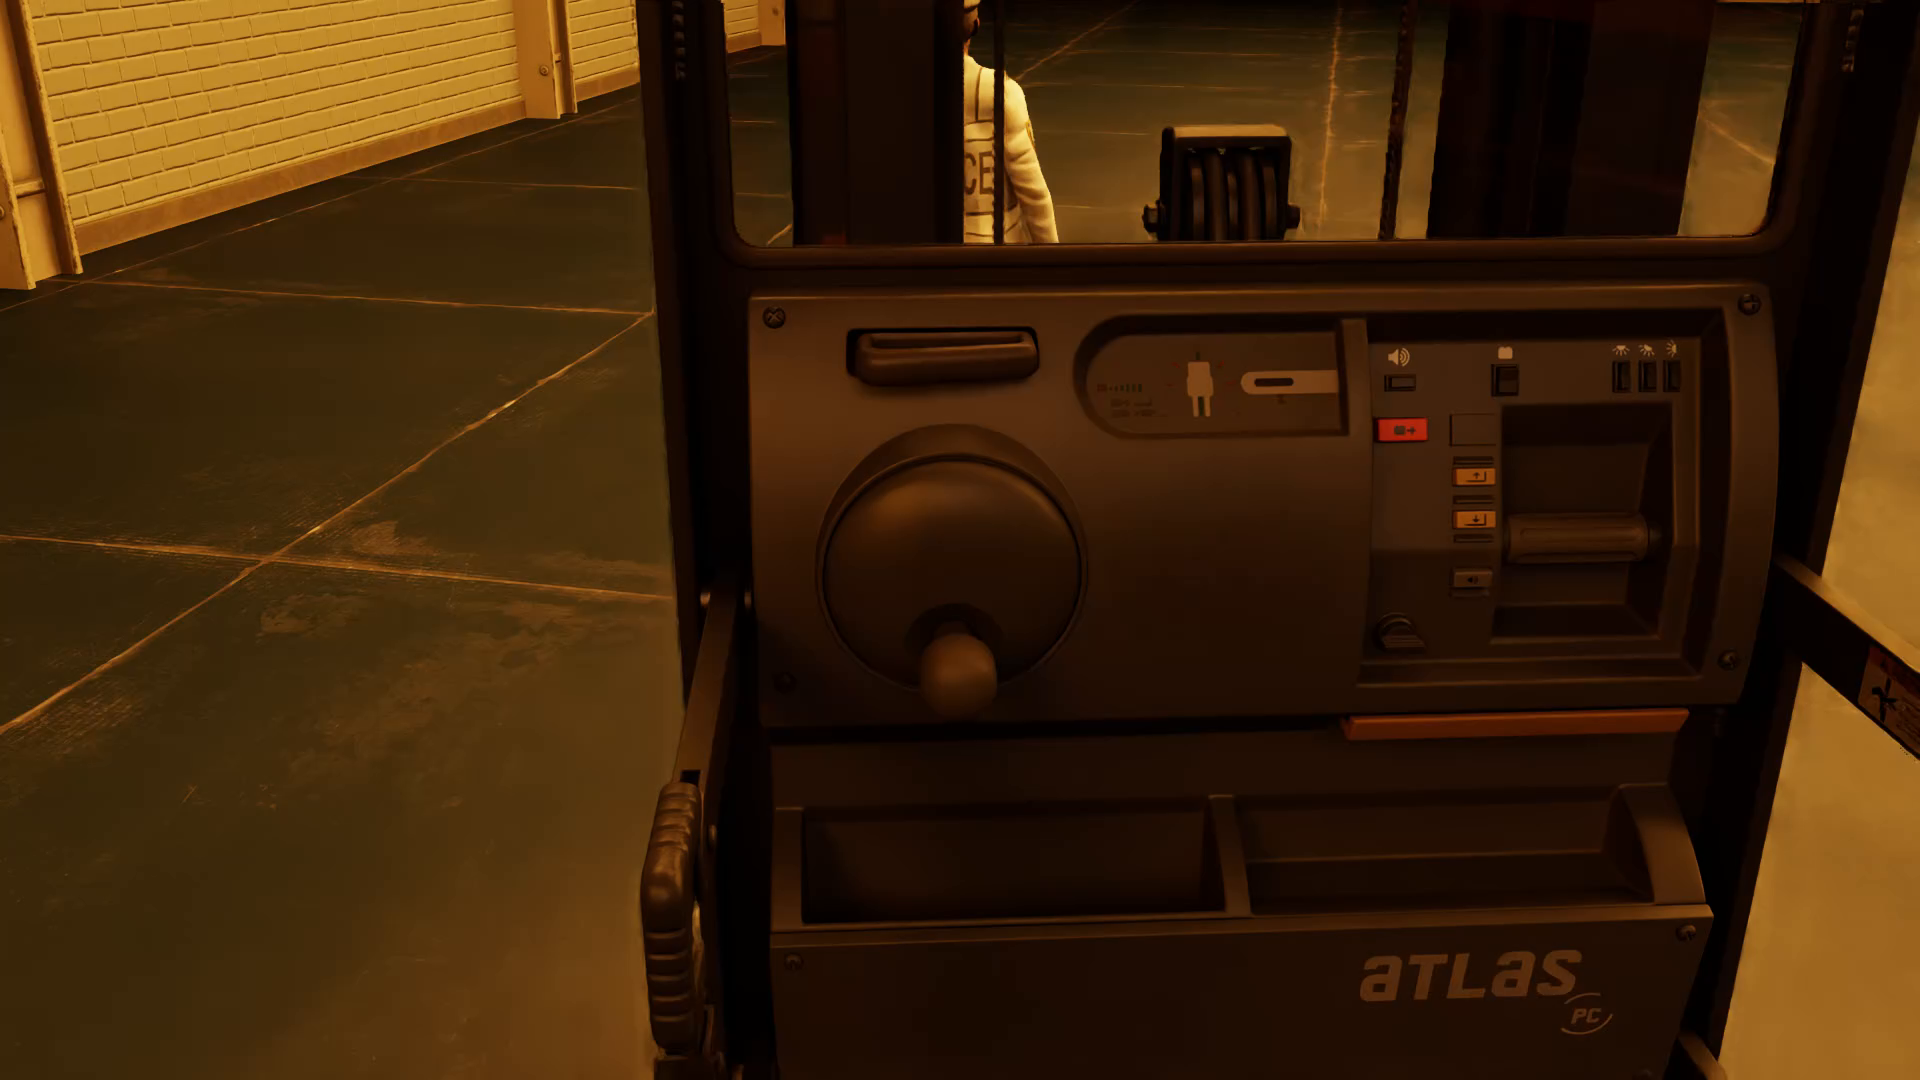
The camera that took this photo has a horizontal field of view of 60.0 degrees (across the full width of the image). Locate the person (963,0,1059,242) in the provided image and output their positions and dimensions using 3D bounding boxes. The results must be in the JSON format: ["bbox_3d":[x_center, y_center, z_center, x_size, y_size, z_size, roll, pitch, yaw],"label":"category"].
[{"bbox_3d":[0.021,-0.816,4.887,0.588,1.695,0.531,5,23,11],"label":"person"}]

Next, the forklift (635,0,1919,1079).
[{"bbox_3d":[0.291,-0.018,1.311,1.130,2.935,3.031,-1,22,-3],"label":"forklift"}]
